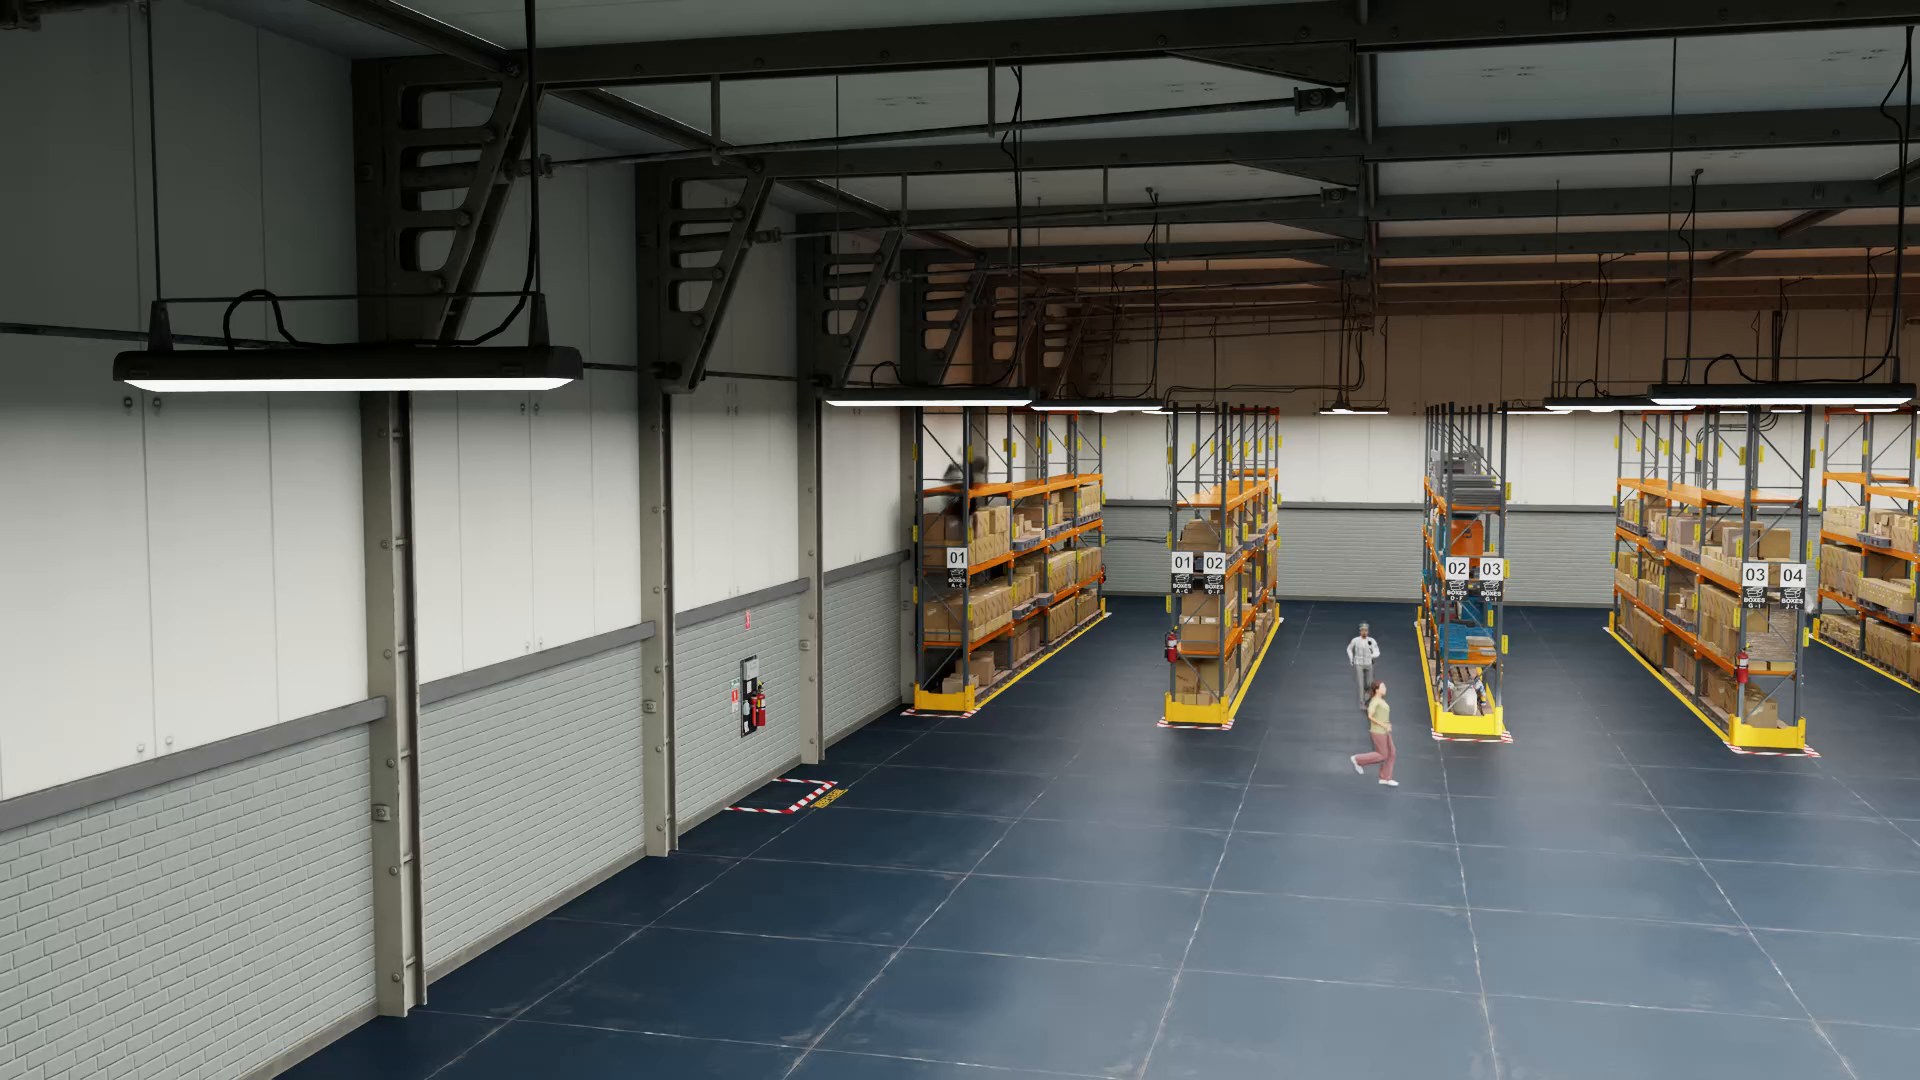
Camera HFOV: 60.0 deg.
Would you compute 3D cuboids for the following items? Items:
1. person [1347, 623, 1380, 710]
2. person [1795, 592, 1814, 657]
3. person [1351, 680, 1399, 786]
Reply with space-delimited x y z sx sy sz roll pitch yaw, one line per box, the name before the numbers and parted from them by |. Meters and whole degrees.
person | 7.938 2.460 32.727 0.624 1.669 0.875 1 4 9
person | 20.197 1.888 40.141 0.713 1.789 0.827 2 5 24
person | 6.497 2.996 25.943 0.731 1.641 0.579 2 5 26
